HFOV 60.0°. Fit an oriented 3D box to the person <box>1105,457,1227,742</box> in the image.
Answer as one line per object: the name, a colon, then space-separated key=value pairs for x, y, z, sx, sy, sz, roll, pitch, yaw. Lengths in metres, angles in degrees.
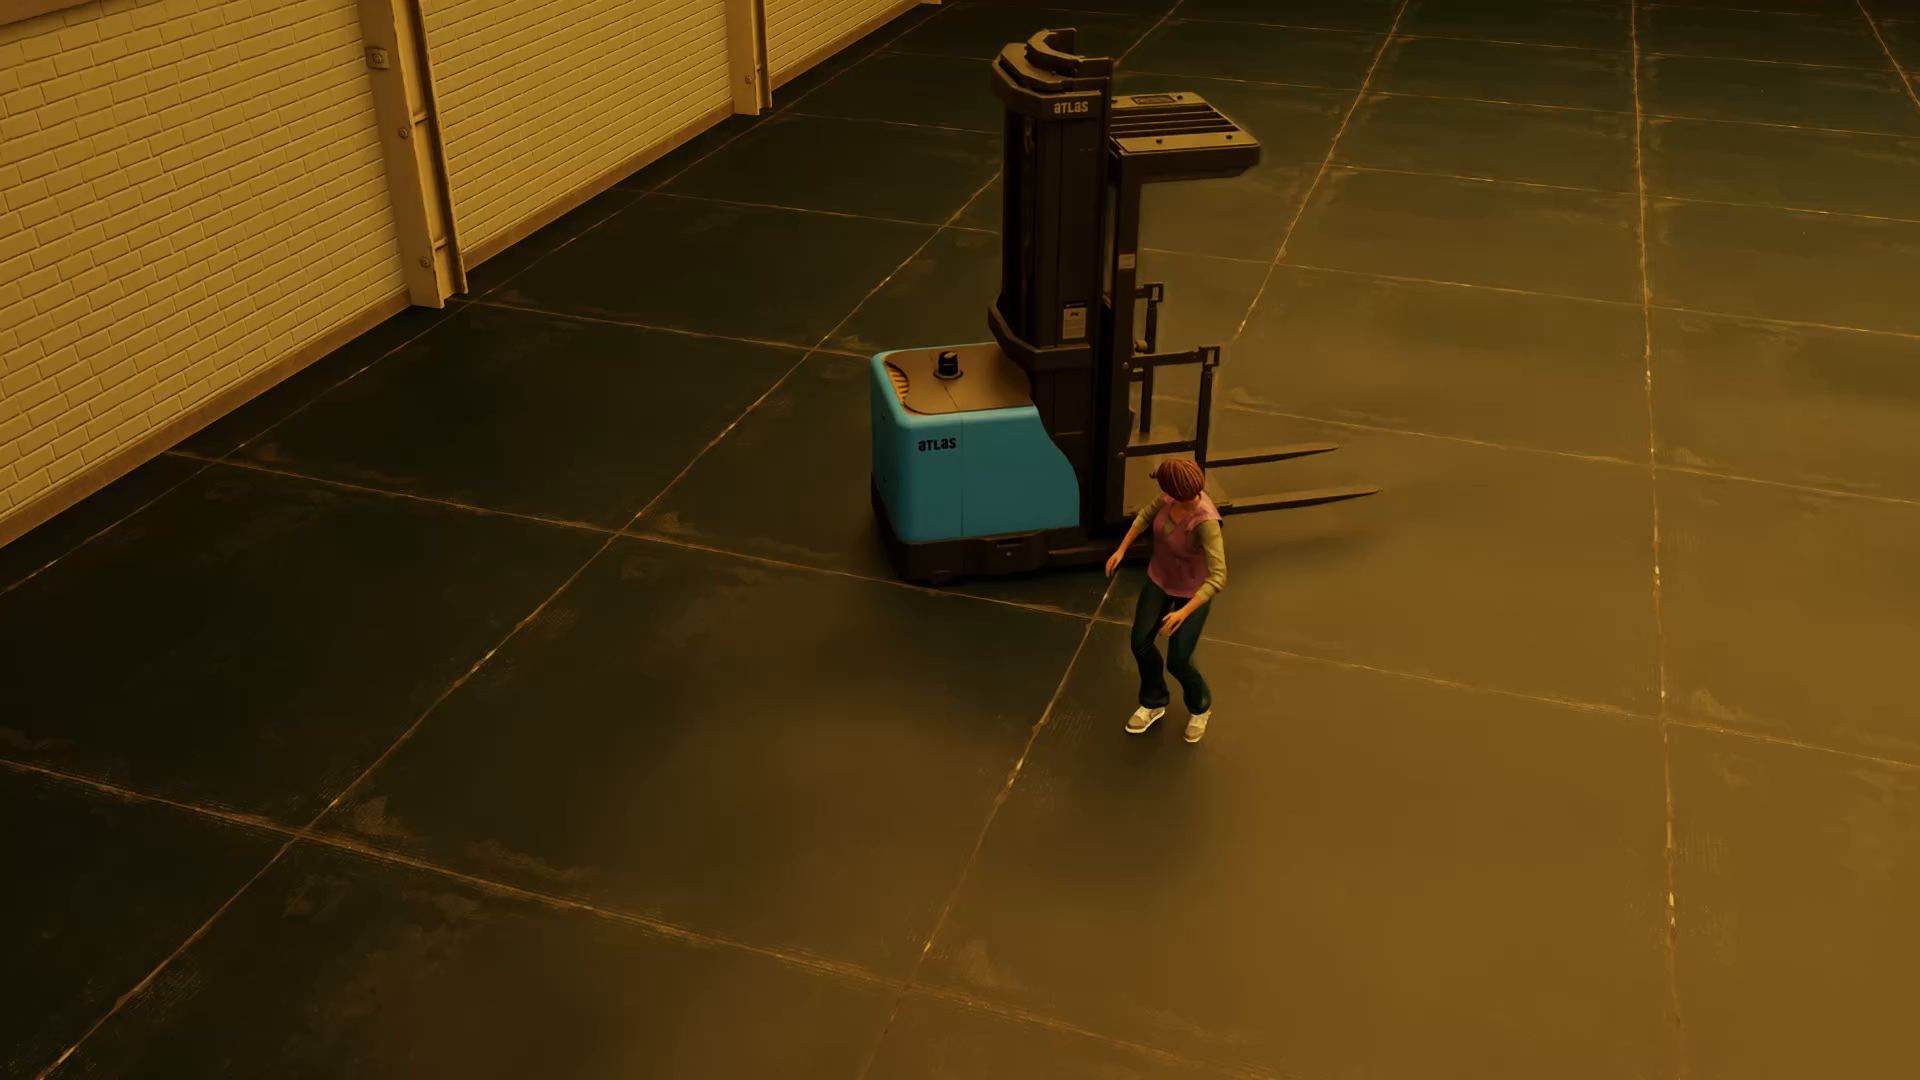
person: x=1.010 y=0.296 z=8.073 sx=0.600 sy=1.540 sz=0.656 roll=-24 pitch=38 yaw=-36

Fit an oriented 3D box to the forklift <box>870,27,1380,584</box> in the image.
forklift: x=1.022 y=-1.384 z=9.564 sx=3.031 sy=2.935 sz=1.130 roll=-6 pitch=30 yaw=-11
